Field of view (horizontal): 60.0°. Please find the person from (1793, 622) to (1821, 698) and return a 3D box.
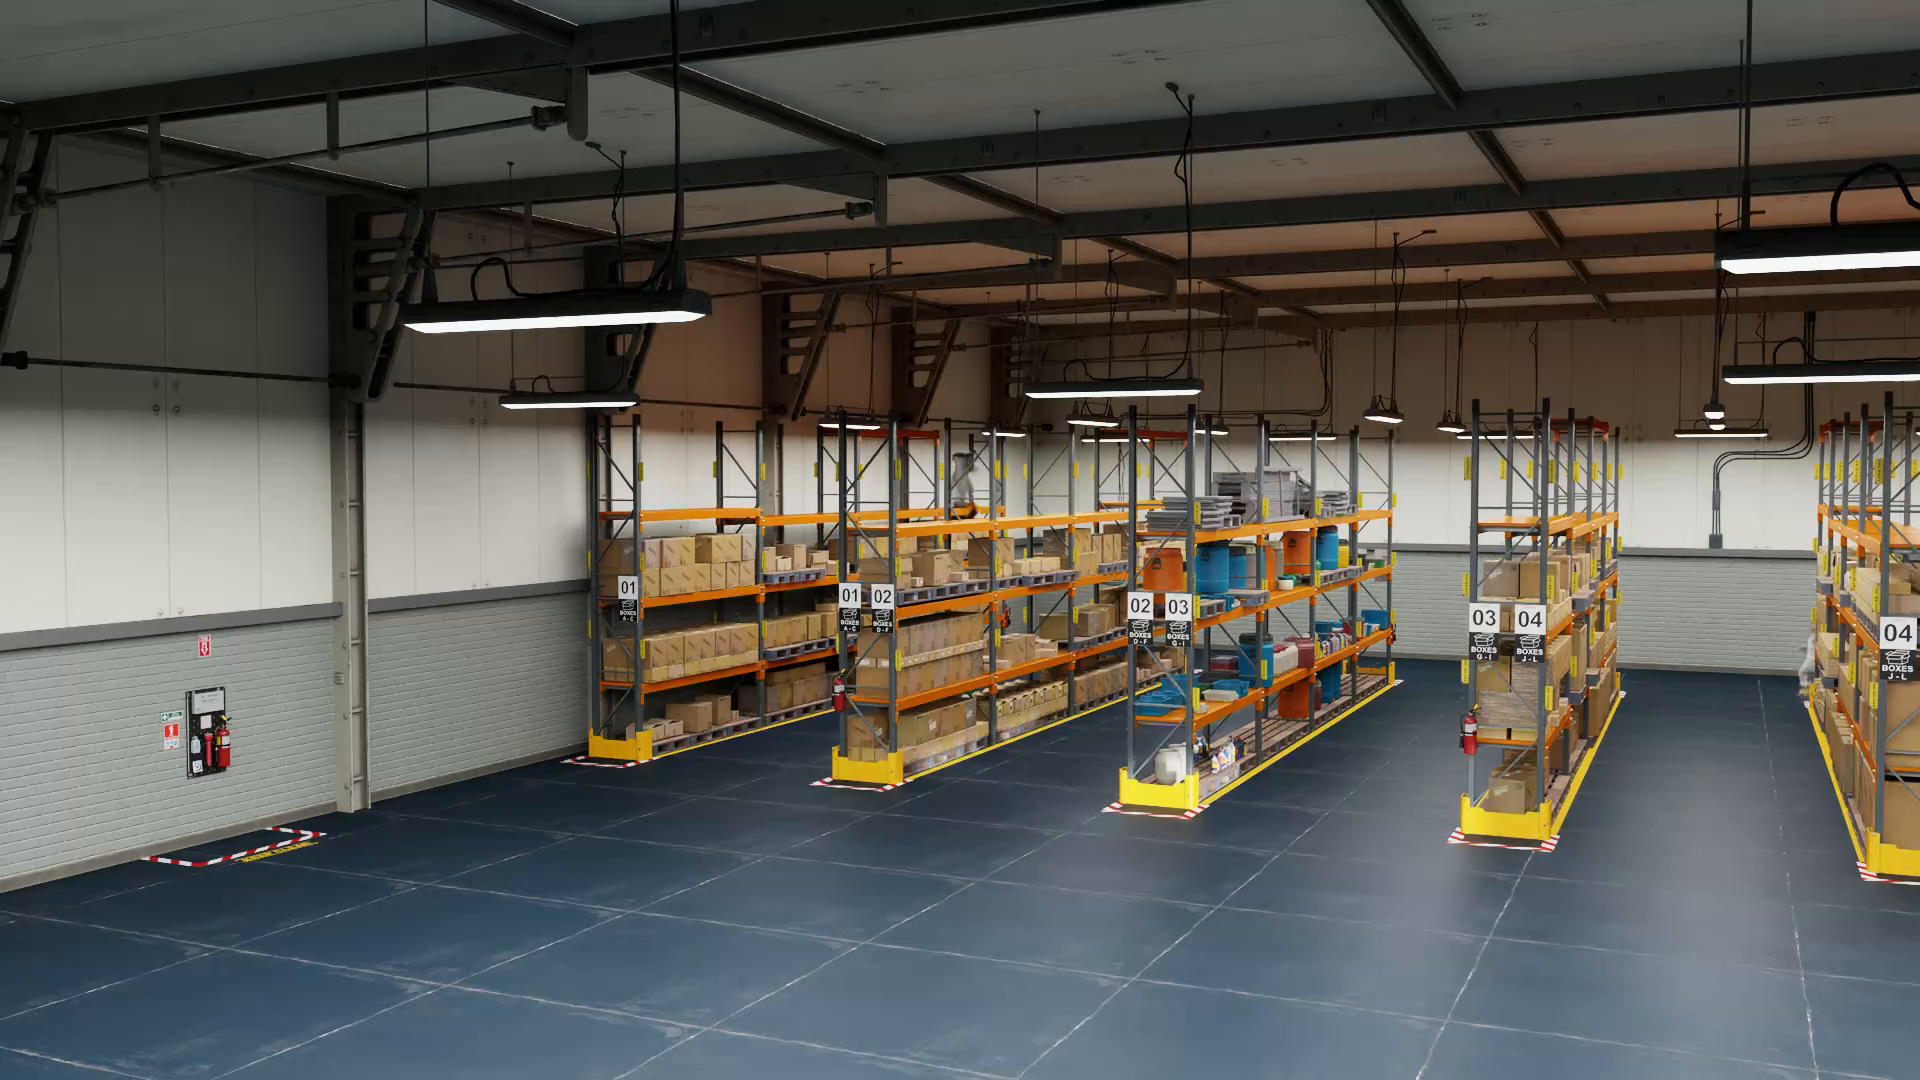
[{"bbox_3d":[18.750,2.626,36.545,0.805,1.801,0.711,2,3,36],"label":"person"}]
